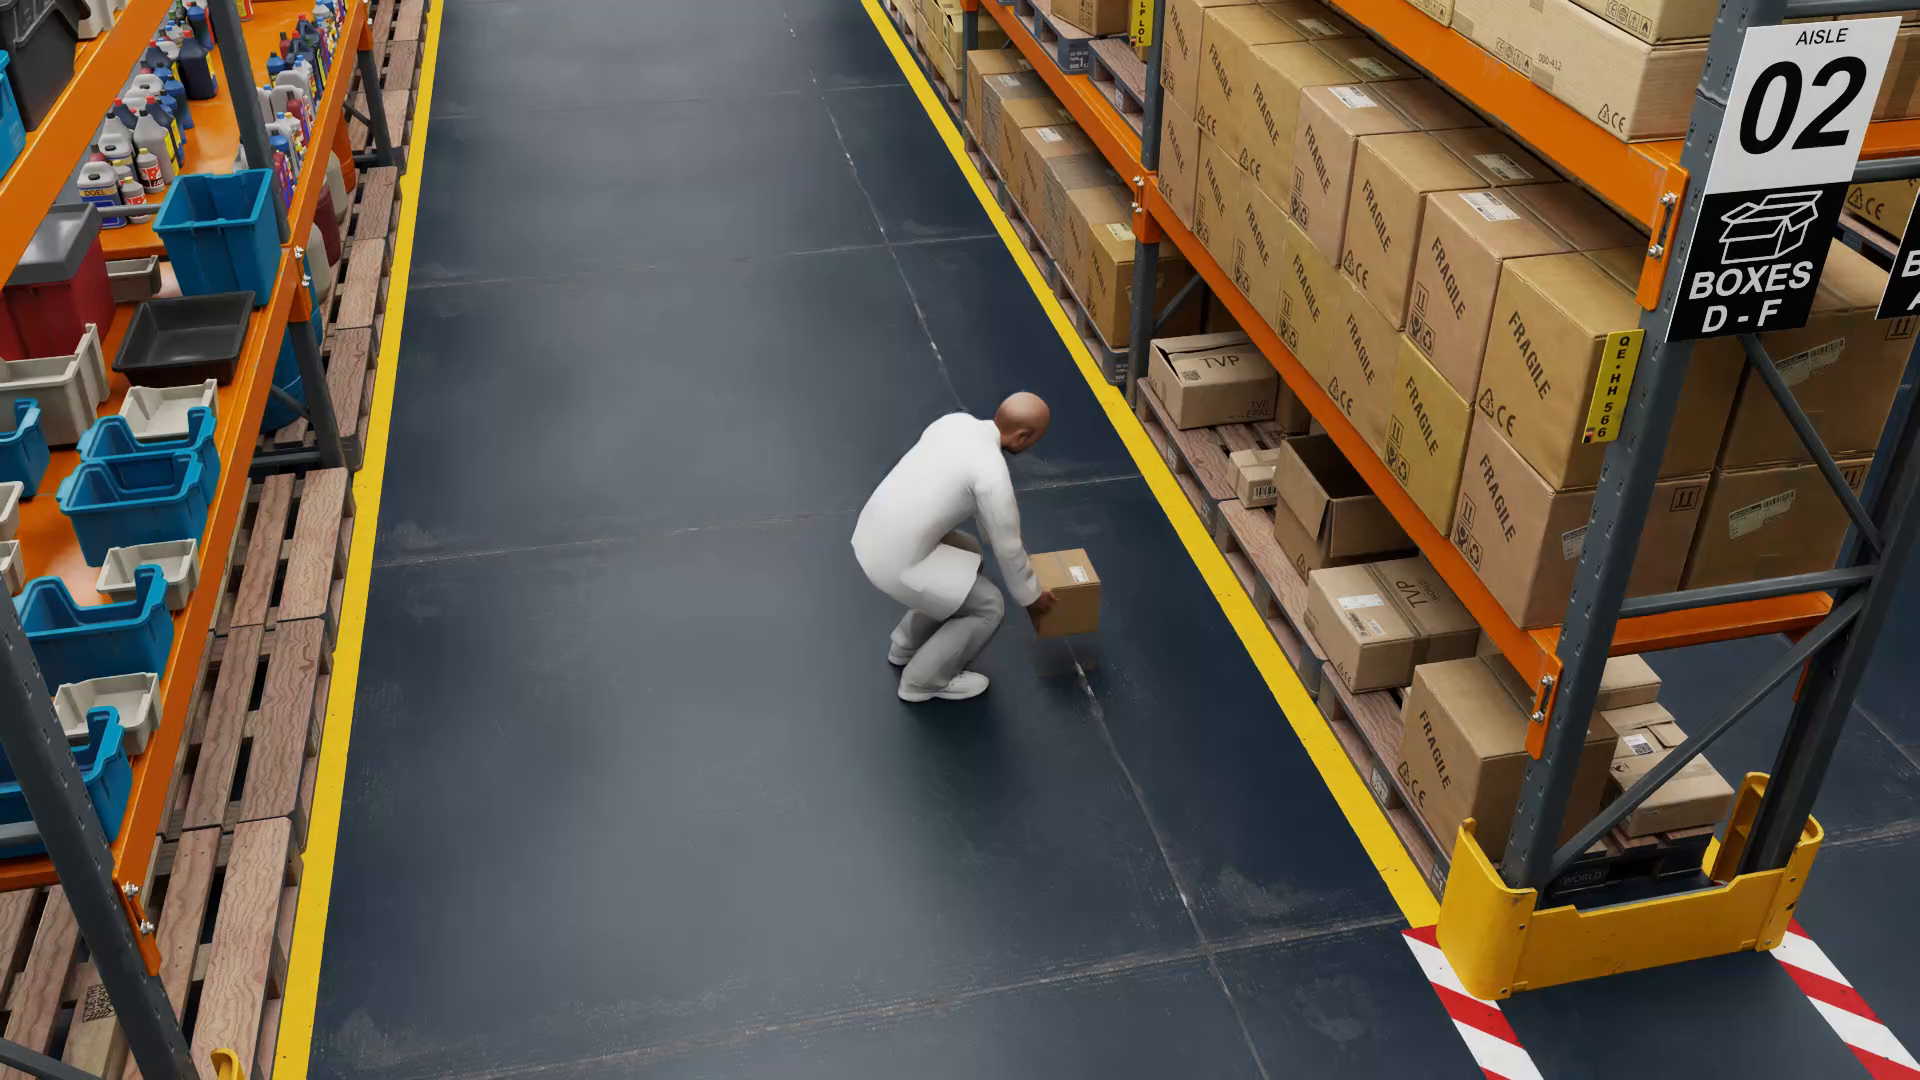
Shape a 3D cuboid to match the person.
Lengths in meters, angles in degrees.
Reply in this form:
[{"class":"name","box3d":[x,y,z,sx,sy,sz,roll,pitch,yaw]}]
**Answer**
[{"class":"person","box3d":[-0.036,0.010,6.616,0.797,1.248,0.631,-7,35,-11]}]
